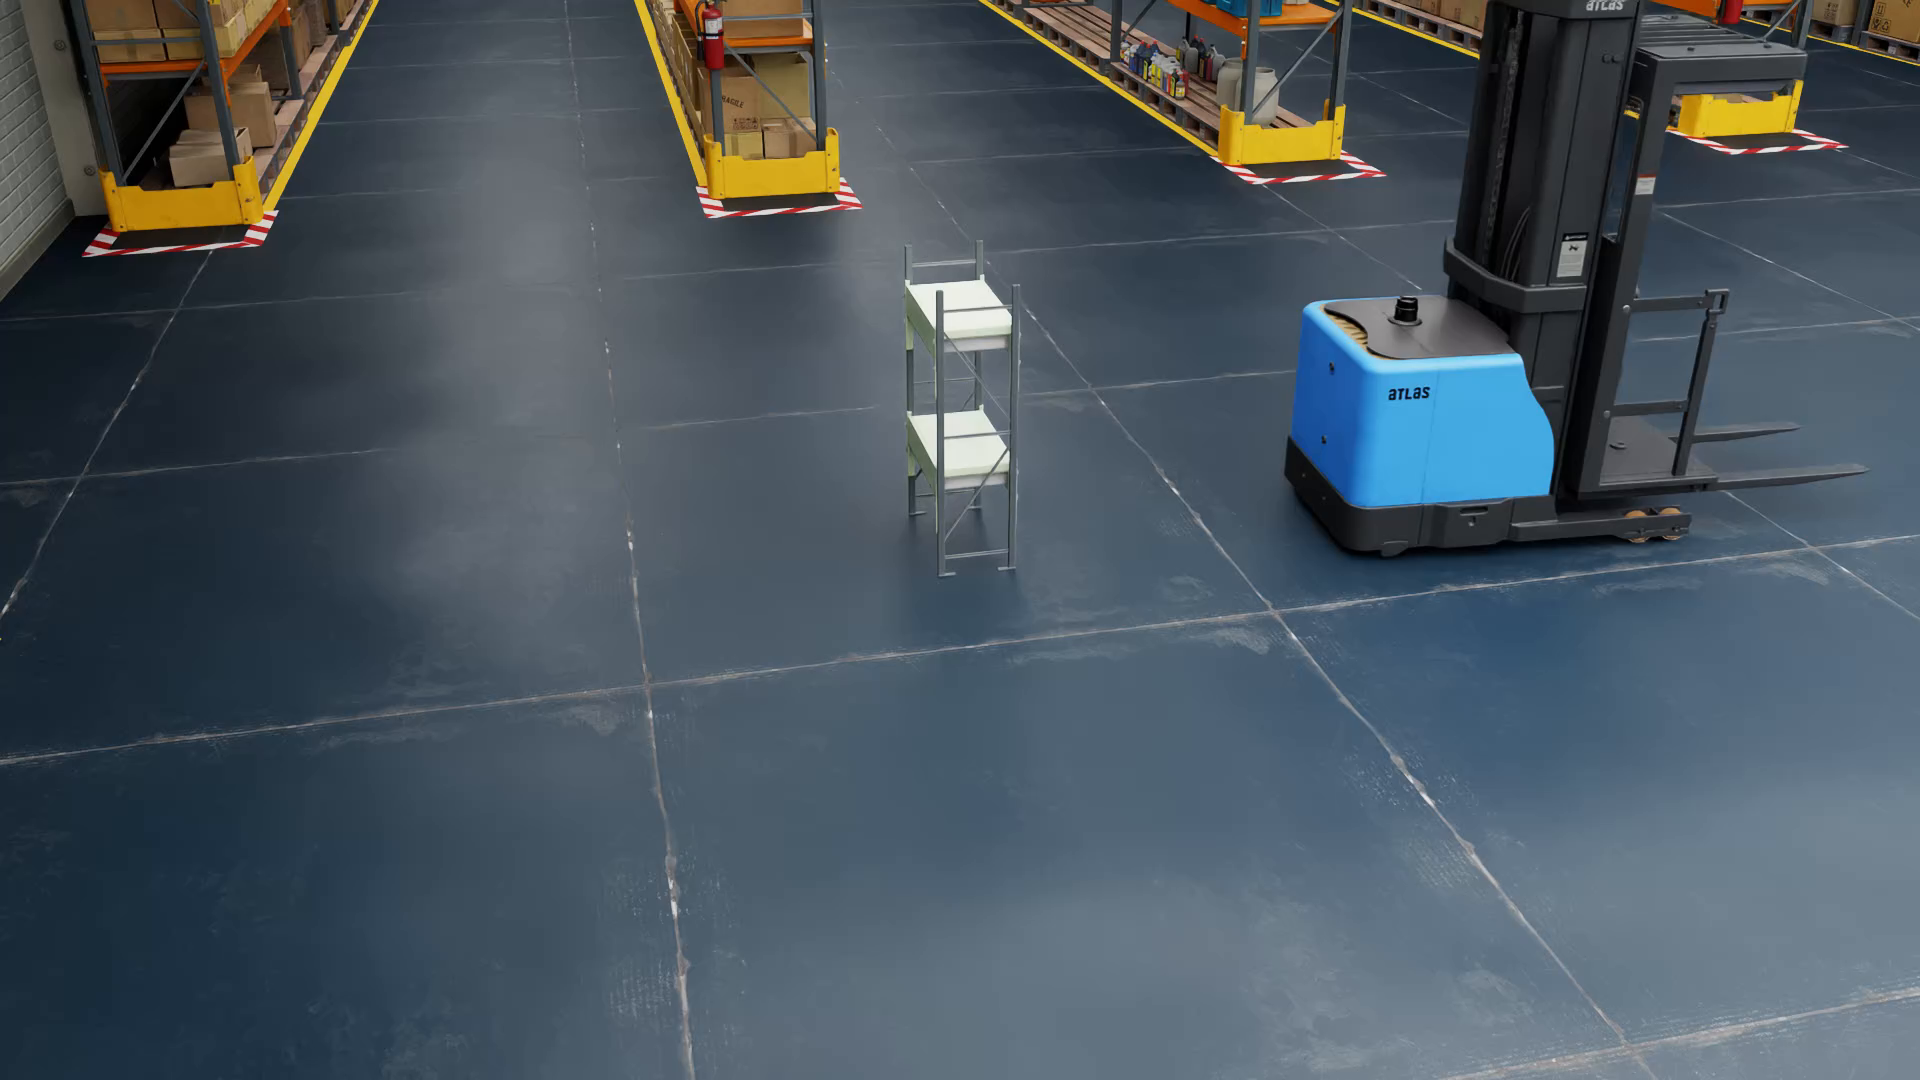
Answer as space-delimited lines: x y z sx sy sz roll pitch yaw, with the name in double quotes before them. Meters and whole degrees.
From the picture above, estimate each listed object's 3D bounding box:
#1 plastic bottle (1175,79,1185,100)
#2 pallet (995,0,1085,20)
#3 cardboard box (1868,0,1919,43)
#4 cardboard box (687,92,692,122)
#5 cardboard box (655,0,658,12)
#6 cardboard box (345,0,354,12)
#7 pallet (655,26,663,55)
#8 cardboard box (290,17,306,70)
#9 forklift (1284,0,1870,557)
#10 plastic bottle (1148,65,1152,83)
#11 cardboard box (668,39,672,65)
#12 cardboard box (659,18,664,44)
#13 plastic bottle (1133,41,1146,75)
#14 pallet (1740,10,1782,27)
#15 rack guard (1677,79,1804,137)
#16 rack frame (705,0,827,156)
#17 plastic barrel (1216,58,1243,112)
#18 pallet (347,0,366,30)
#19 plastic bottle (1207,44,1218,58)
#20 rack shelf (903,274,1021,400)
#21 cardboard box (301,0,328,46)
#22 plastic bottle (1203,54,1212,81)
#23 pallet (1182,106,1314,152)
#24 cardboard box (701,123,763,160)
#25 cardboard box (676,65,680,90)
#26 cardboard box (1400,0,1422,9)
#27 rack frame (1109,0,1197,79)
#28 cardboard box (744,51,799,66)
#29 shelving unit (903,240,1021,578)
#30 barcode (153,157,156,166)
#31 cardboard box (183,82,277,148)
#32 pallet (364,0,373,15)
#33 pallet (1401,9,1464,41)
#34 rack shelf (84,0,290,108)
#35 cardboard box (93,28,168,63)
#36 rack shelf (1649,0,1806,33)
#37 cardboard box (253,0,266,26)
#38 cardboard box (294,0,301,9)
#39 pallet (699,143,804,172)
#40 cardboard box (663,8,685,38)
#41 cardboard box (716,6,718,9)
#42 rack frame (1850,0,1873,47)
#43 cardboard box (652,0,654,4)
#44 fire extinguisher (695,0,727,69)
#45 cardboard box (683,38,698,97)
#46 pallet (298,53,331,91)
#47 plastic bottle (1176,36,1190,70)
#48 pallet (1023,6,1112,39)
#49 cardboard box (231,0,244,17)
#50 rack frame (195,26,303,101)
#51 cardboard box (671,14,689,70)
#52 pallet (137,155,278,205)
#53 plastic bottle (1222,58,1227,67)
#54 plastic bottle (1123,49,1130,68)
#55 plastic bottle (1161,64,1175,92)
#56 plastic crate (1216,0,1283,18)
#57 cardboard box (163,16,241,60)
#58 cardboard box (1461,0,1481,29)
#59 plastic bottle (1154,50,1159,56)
"plastic bottle" 2.302 -4.711 17.371 0.097 0.201 0.097 0 27 0
"pallet" 1.122 -7.611 23.594 1.003 0.211 1.213 -6 27 -12
"cardboard box" 11.996 -6.676 20.539 0.875 0.875 0.875 -6 27 -11
"cardboard box" -2.442 -4.323 16.571 0.500 0.250 0.500 -6 27 -12
"cardboard box" -3.528 -6.733 20.724 0.500 0.311 0.500 -7 28 -13
"cardboard box" -8.541 -7.457 22.115 0.750 0.750 0.750 -6 27 -12
"pallet" -3.339 -6.402 21.200 1.003 0.211 1.213 -6 27 -12
"cardboard box" -7.834 -5.603 18.809 0.700 0.500 0.500 -6 27 -11
"forklift" 3.380 -1.524 8.516 3.031 2.935 1.130 -4 27 -8
"plastic bottle" 2.103 -5.099 18.140 0.097 0.201 0.097 0 27 0
"cardboard box" -3.073 -5.591 19.084 0.500 0.250 0.500 -6 27 -12
"cardboard box" -3.417 -6.264 20.418 0.500 0.250 0.500 -7 28 -13
"plastic bottle" 2.019 -5.375 18.522 0.144 0.351 0.185 -5 27 -10
"pallet" 11.397 -7.343 23.064 1.003 0.211 1.213 -6 27 -12
"rack guard" 7.952 -4.422 16.956 1.175 0.500 0.348 -6 27 -12
"rack frame" -1.684 -4.500 14.337 1.000 3.000 0.127 -6 27 -12
"plastic barrel" 2.807 -4.580 16.790 0.421 0.512 0.421 0 27 0
"pallet" -8.688 -7.151 22.684 1.003 0.211 1.213 -6 27 -12
"plastic bottle" 2.784 -5.292 18.357 0.144 0.351 0.185 -6 27 -12
"rack shelf" 0.002 -1.015 8.230 0.431 0.370 0.720 -6 27 -12
"cardboard box" -8.099 -6.277 20.144 0.700 0.500 0.500 -6 27 -11
"plastic bottle" 2.713 -5.179 18.209 0.061 0.283 0.133 -6 27 -12
"pallet" 2.902 -4.143 16.723 1.003 0.211 1.213 -6 27 -12
"cardboard box" -2.092 -3.666 15.269 0.500 0.250 0.500 -6 27 -12
"cardboard box" -2.776 -4.982 17.877 0.500 0.250 0.500 -6 27 -12
"cardboard box" 6.474 -7.563 22.691 0.700 0.500 0.500 -8 28 -16
"rack frame" 2.242 -6.758 18.810 1.000 3.000 0.127 -6 27 -12
"cardboard box" -1.828 -4.491 16.071 0.500 0.500 0.500 -6 27 -12
"shelving unit" 0.002 -0.667 8.406 0.431 1.500 0.755 -6 27 -12
"barcode" -6.971 -3.276 14.397 0.001 0.075 0.075 -6 27 -12
"cardboard box" -6.822 -3.966 15.565 0.700 0.500 0.500 -8 28 -15
"pallet" -8.966 -7.688 23.747 1.003 0.211 1.213 -6 27 -12
"pallet" 6.612 -6.894 22.175 1.003 0.211 1.213 -6 27 -12
"rack shelf" -6.960 -4.553 15.239 1.077 0.370 4.000 -6 27 -12
"cardboard box" -6.803 -4.123 13.734 0.500 0.250 0.500 -6 27 -11
"rack shelf" 7.518 -6.062 18.229 1.077 0.370 4.000 -6 27 -12
"cardboard box" -6.661 -4.857 15.188 0.500 0.250 0.500 -6 27 -11
"cardboard box" -8.032 -6.356 19.467 0.500 0.250 0.500 -5 27 -11
"pallet" -1.897 -3.587 15.622 1.003 0.211 1.213 -6 27 -12
"cardboard box" -3.189 -6.062 19.395 0.500 0.311 0.500 -6 27 -12
"cardboard box" -1.899 -4.981 15.179 0.700 0.500 0.500 -5 27 -10
"rack frame" 11.922 -7.720 20.716 1.000 3.000 0.127 -6 27 -12
"cardboard box" -3.926 -7.480 22.526 0.500 0.500 0.500 -5 27 -10
"fire extinguisher" -2.110 -4.367 14.158 0.296 0.674 0.183 -6 27 -12
"cardboard box" -2.445 -4.657 16.402 0.500 0.500 0.500 -6 27 -12
"pallet" -7.866 -5.385 19.185 1.003 0.211 1.213 -6 27 -12
"plastic bottle" 2.527 -5.503 18.776 0.144 0.351 0.185 -6 27 -12
"pallet" 1.477 -6.925 22.235 1.003 0.211 1.213 -6 27 -12
"cardboard box" -6.425 -4.731 14.105 0.500 0.500 0.500 -6 27 -11
"rack frame" -7.411 -5.752 16.817 1.000 3.000 0.127 -6 27 -12
"cardboard box" -2.786 -5.316 17.706 0.500 0.500 0.500 -6 27 -12
"pallet" -6.675 -3.144 14.746 1.003 0.211 1.213 -6 27 -12
"plastic bottle" 2.893 -5.091 18.047 0.097 0.271 0.097 0 27 0
"plastic bottle" 1.909 -5.476 18.887 0.097 0.201 0.097 0 27 0
"plastic bottle" 2.241 -4.918 17.700 0.152 0.276 0.135 -7 28 -13
"plastic crate" 2.739 -5.125 15.739 0.499 0.251 0.616 -6 27 -12
"cardboard box" -6.310 -4.184 13.855 0.500 0.250 0.500 -7 28 -13
"cardboard box" 6.861 -6.824 21.227 0.700 0.500 0.500 -6 27 -12
"plastic bottle" 2.170 -5.288 18.438 0.097 0.271 0.097 0 27 0
